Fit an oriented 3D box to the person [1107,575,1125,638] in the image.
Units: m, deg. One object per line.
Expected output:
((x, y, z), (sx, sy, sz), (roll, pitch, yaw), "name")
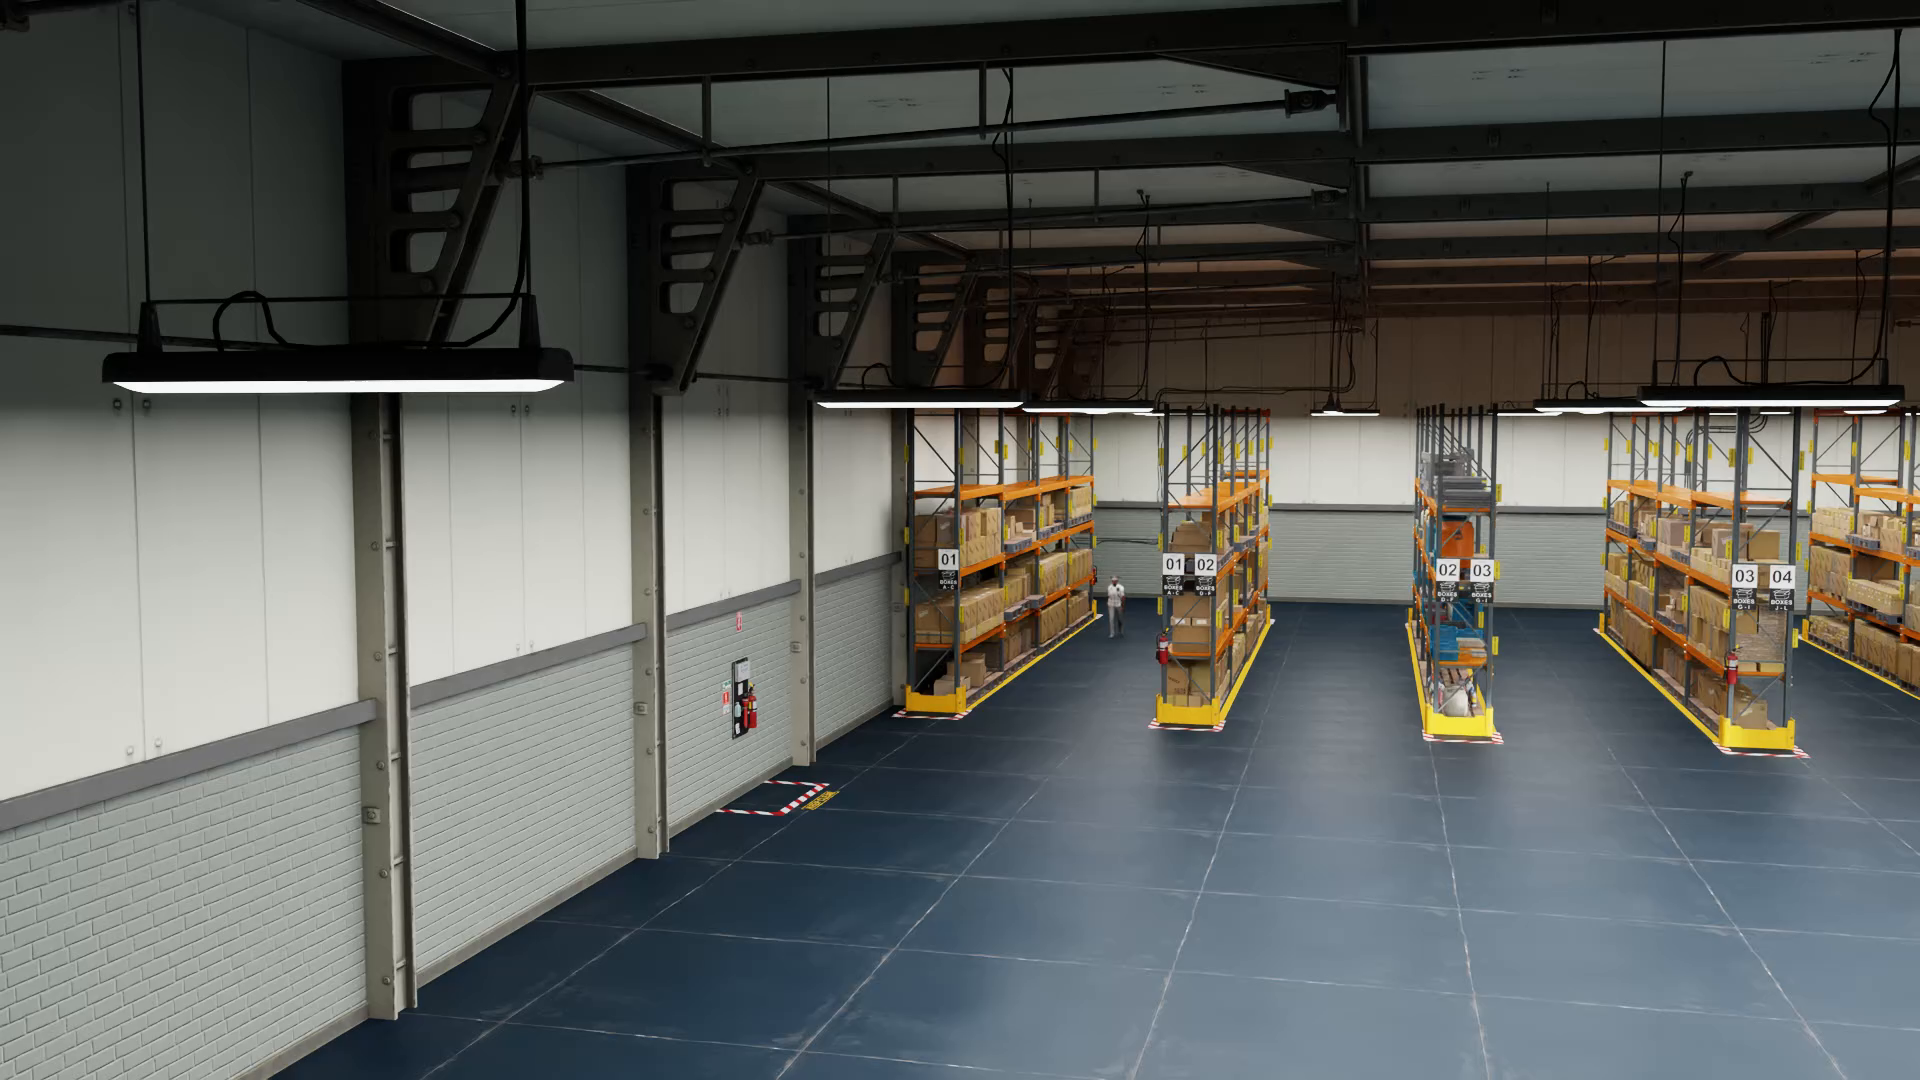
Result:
((4.093, 1.720, 43.550), (0.455, 1.636, 0.843), (1, 4, 12), "person")
